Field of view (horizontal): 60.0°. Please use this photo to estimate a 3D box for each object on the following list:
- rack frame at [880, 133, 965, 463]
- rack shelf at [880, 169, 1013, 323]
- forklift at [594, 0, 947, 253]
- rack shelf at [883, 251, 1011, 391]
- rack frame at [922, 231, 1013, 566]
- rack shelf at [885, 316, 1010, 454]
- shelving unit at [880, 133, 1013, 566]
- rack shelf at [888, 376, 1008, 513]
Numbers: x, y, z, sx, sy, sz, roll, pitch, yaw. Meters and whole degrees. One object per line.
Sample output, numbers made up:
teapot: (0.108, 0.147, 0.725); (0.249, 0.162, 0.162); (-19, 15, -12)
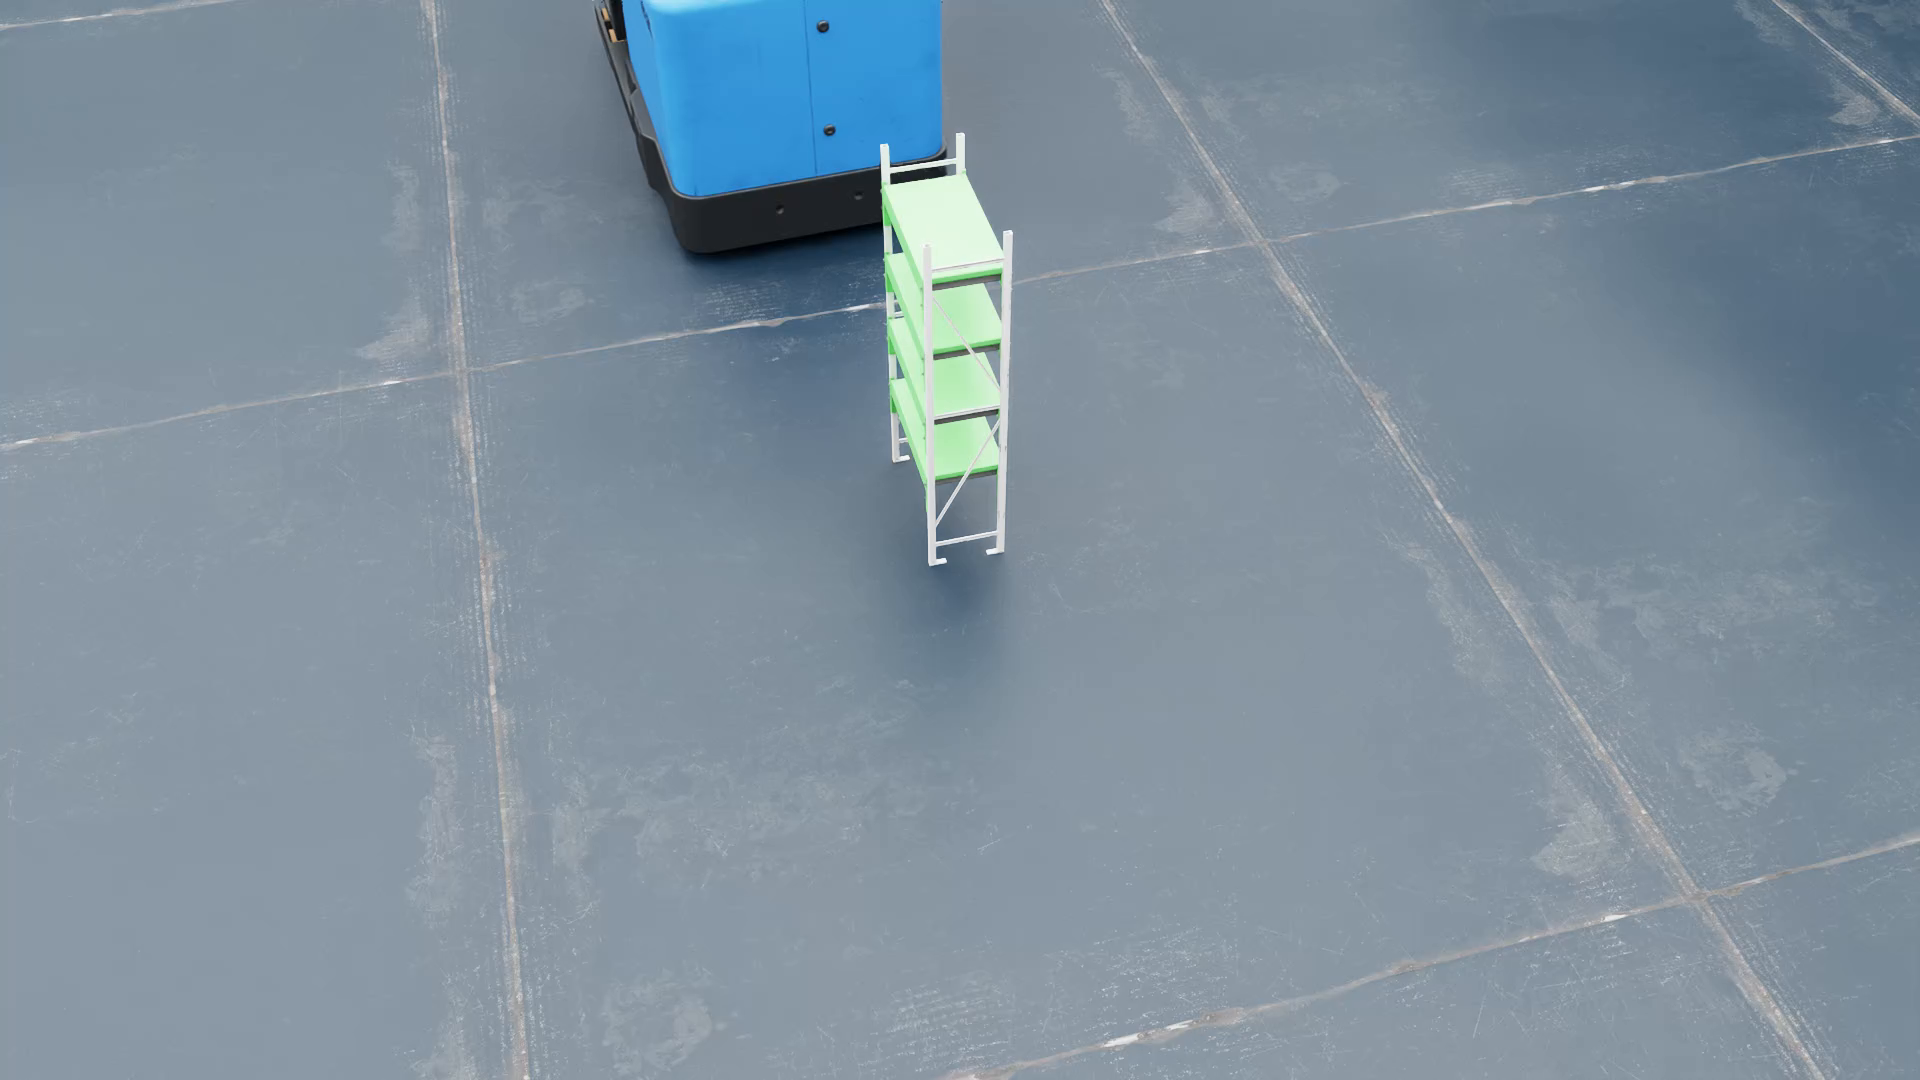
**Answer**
rack frame: (-0.105, -0.703, 5.099); (0.240, 1.200, 0.015); (-11, 47, -10)
rack shelf: (-0.042, -0.825, 4.636); (0.258, 0.148, 0.480); (-11, 47, -10)
forklift: (-0.980, -3.168, 6.303); (1.130, 2.935, 3.031); (-13, 47, -12)
rack shelf: (-0.042, -0.658, 4.808); (0.258, 0.148, 0.480); (-11, 47, -10)
rack frame: (0.020, -0.366, 4.768); (0.240, 1.200, 0.015); (-11, 47, -10)
rack shelf: (-0.042, -0.490, 4.979); (0.258, 0.148, 0.480); (-11, 47, -10)
shelving unit: (-0.042, -0.534, 4.933); (0.258, 1.200, 0.503); (-11, 47, -10)
rack shelf: (-0.042, -0.322, 5.151); (0.258, 0.148, 0.480); (-11, 47, -10)
